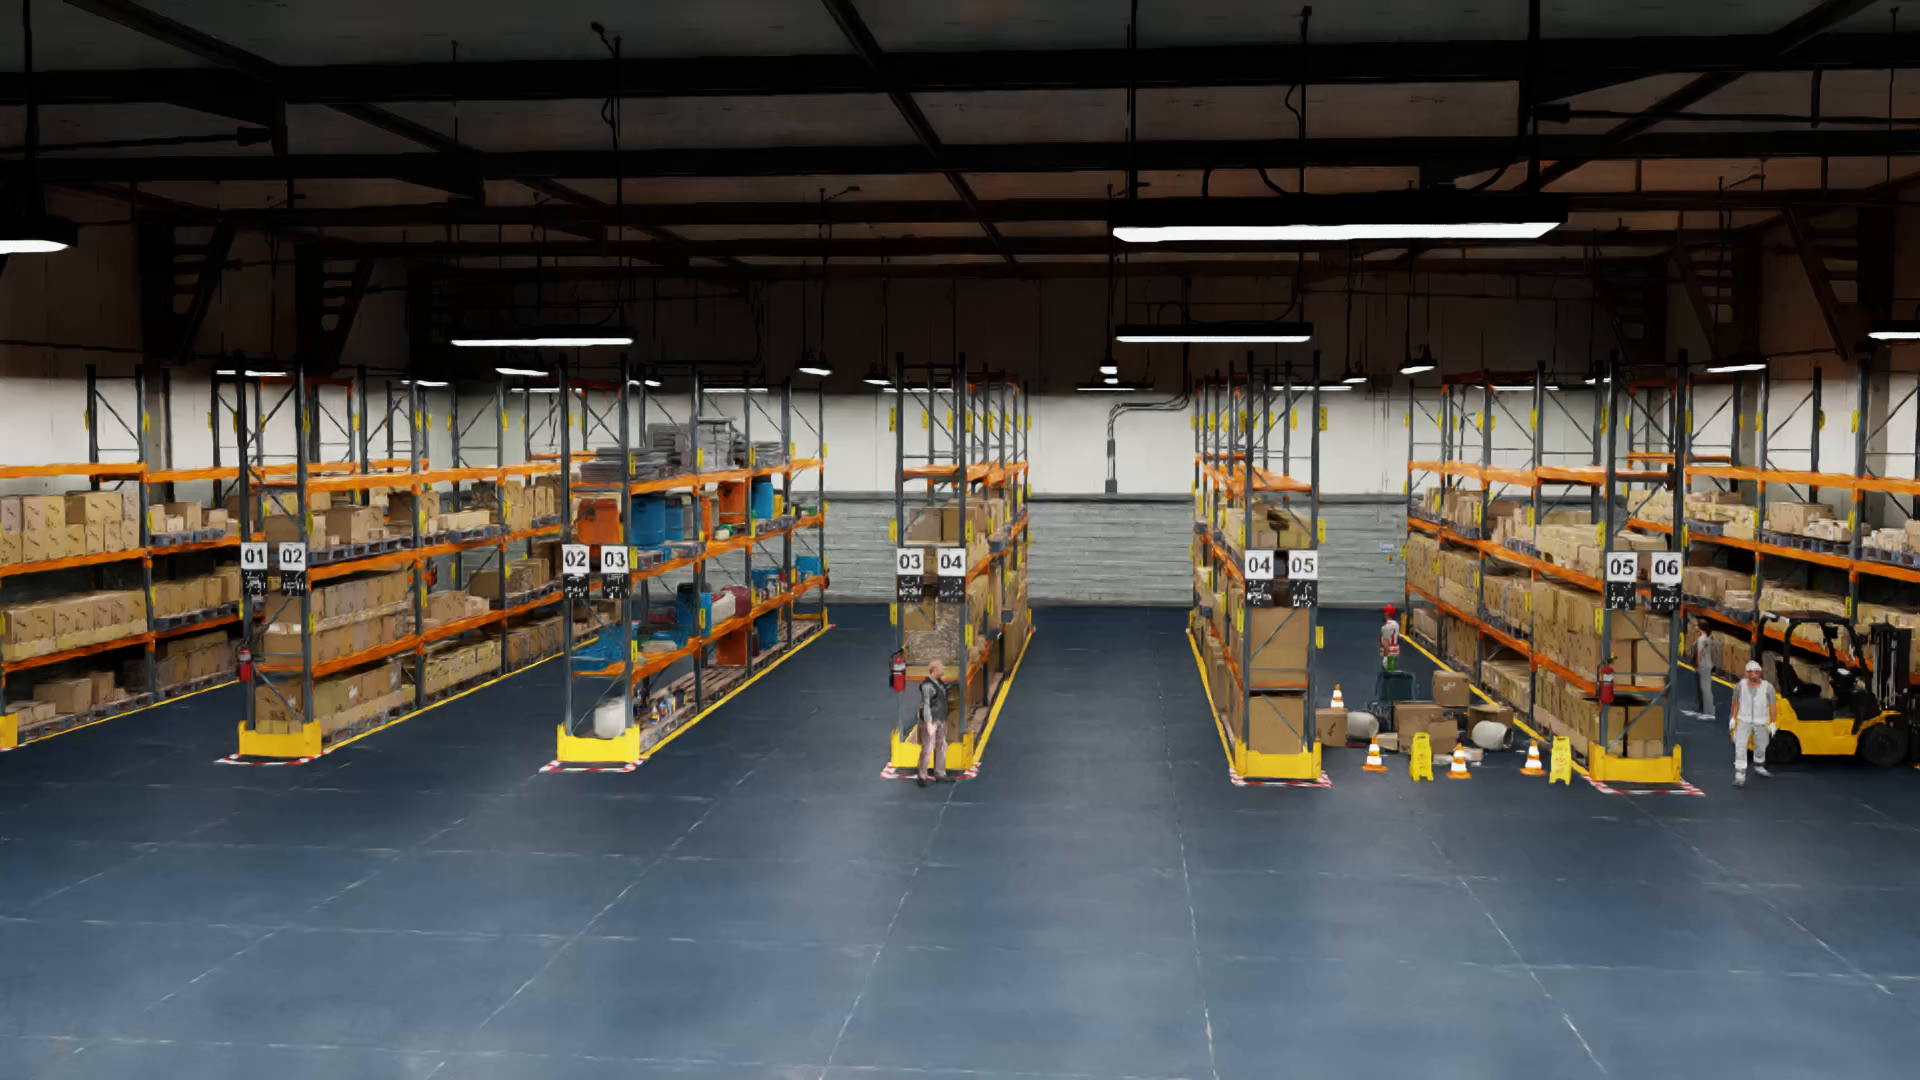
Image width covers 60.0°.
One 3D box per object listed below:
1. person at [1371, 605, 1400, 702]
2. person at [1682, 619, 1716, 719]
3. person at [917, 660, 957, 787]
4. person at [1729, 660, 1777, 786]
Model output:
[{"bbox_3d":[7.450,2.027,29.106,0.489,1.789,0.608,2,5,29],"label":"person"},{"bbox_3d":[12.490,2.159,28.059,0.564,1.666,0.563,3,5,34],"label":"person"},{"bbox_3d":[-0.349,2.503,22.868,0.428,1.725,0.615,2,5,27],"label":"person"},{"bbox_3d":[10.964,2.511,22.992,0.598,1.733,0.989,2,4,25],"label":"person"}]
